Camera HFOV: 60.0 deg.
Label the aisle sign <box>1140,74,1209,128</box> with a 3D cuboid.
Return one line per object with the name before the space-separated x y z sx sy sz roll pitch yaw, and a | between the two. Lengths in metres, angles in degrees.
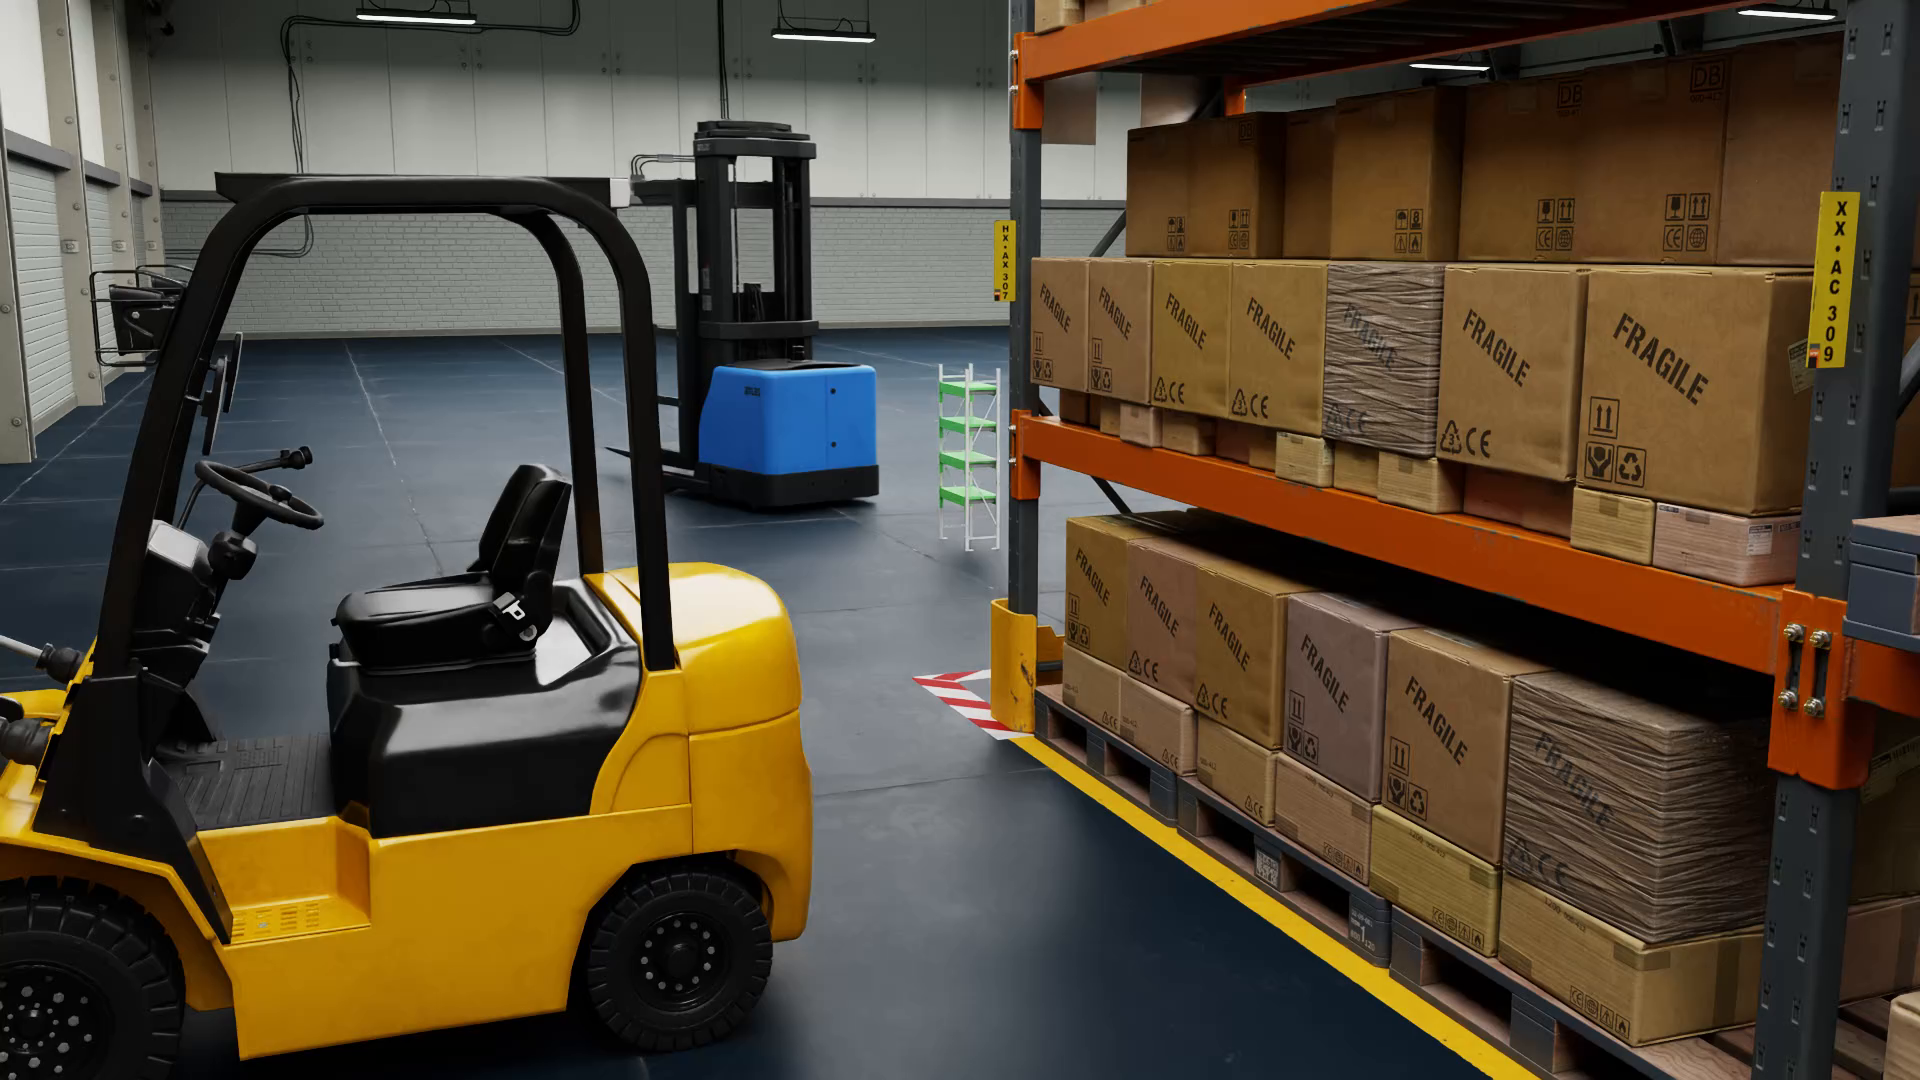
aisle sign | 0.940 -2.057 6.997 0.394 0.787 0.004 -4 11 -21

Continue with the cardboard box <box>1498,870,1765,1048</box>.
cardboard box | 1.677 0.972 4.044 0.500 0.250 0.500 -3 11 -18

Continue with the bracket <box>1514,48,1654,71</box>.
bracket | 14.721 -11.373 39.384 0.076 0.066 4.783 -4 11 -21

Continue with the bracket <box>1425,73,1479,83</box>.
bracket | 12.841 -12.220 44.143 0.076 0.066 3.189 -4 11 -21

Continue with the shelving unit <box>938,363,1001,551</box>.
shelving unit | 0.060 -0.564 11.163 0.258 1.200 0.503 -4 11 -21

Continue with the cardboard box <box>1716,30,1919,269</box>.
cardboard box | 2.185 -0.869 3.752 0.700 0.500 0.500 -4 11 -21

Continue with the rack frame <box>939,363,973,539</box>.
rack frame | -0.028 -0.604 11.387 0.240 1.200 0.015 -4 11 -21

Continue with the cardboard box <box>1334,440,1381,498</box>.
cardboard box | 1.305 -0.215 4.778 0.380 0.149 0.250 -4 11 -22

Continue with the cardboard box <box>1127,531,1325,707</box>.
cardboard box | 0.930 0.267 5.864 0.500 0.500 0.500 -4 11 -23

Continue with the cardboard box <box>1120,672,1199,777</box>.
cardboard box | 0.905 0.631 5.958 0.500 0.250 0.500 -3 11 -19

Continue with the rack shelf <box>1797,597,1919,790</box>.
rack shelf | 2.867 0.585 1.622 1.077 0.370 4.000 -4 11 -21

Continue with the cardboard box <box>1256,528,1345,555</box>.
cardboard box | 1.418 0.228 6.083 0.500 0.500 0.500 -3 11 -19

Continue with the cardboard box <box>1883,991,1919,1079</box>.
cardboard box | 2.334 1.077 3.107 0.950 0.372 0.625 -4 11 -20

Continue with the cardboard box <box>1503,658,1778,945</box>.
cardboard box | 1.677 0.602 3.979 0.500 0.500 0.500 -4 11 -22

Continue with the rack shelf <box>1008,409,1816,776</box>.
rack shelf | 1.417 -0.068 5.292 1.077 0.370 4.000 -4 11 -21

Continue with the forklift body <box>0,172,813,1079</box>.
forklift body | -1.545 0.179 4.275 2.313 2.155 1.214 -4 11 -21

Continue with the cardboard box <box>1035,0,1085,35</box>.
cardboard box | 0.510 -2.027 6.403 0.380 0.149 0.250 -4 11 -21

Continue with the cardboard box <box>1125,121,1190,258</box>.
cardboard box | 1.081 -1.367 6.551 0.700 0.500 0.500 -4 11 -22

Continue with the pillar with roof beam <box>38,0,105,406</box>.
pillar with roof beam | -7.031 -6.427 21.857 9.100 9.000 0.400 -4 11 -21

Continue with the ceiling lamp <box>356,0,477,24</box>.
ceiling lamp | -9.565 -10.657 28.970 2.000 3.185 0.800 -4 11 -21

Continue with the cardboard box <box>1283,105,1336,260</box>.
cardboard box | 1.538 -1.207 5.653 0.700 0.500 0.500 -4 11 -22

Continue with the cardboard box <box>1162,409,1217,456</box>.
cardboard box | 0.922 -0.383 5.727 0.380 0.149 0.250 -4 11 -19

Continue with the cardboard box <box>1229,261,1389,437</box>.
cardboard box | 1.174 -0.600 5.091 0.500 0.500 0.500 -4 11 -22

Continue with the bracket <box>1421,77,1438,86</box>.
bracket | 12.627 -12.316 44.685 0.235 0.232 0.430 -4 11 -21

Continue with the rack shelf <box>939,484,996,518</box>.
rack shelf | 0.060 -0.265 11.216 0.258 0.148 0.480 -4 11 -21

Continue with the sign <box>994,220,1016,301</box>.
sign | 0.187 -1.140 6.795 0.100 0.325 0.005 -4 11 -21

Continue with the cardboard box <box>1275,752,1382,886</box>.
cardboard box | 1.295 0.802 4.998 0.500 0.250 0.500 -4 11 -20

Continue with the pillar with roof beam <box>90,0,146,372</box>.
pillar with roof beam | -9.205 -7.407 27.363 9.100 9.000 0.548 -4 11 -21

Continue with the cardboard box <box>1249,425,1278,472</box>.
cardboard box | 1.142 -0.299 5.253 0.380 0.149 0.250 -4 11 -22

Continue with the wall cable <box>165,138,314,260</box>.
wall cable | -15.227 -7.149 34.780 3.097 2.526 0.112 -4 11 -21

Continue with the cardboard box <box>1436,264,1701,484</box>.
cardboard box | 1.556 -0.432 4.148 0.500 0.500 0.500 -4 11 -19

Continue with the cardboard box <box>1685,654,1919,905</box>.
cardboard box | 2.180 0.569 4.170 0.500 0.500 0.500 -3 11 -18

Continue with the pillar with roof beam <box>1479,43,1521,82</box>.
pillar with roof beam | 9.955 -9.839 41.035 9.100 9.000 0.548 -4 11 -21

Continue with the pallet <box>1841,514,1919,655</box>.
pallet | 2.283 0.133 2.657 1.003 0.211 1.213 -4 11 -21

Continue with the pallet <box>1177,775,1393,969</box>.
pallet | 1.420 0.970 5.363 1.003 0.211 1.213 -4 11 -21

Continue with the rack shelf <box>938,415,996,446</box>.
rack shelf | 0.060 -0.737 11.132 0.258 0.148 0.480 -4 11 -21

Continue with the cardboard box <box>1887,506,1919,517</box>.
cardboard box | 2.327 -0.044 3.819 0.380 0.149 0.250 -4 11 -21

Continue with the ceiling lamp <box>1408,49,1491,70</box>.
ceiling lamp | 10.744 -12.040 36.745 2.000 3.185 0.800 -4 11 -21

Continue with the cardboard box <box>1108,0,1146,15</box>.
cardboard box | 0.753 -1.945 5.939 0.380 0.149 0.250 -4 11 -19

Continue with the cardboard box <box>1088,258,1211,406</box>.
cardboard box | 0.796 -0.765 6.022 0.500 0.500 0.500 -4 11 -19

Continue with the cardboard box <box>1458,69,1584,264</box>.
cardboard box | 1.863 -1.038 4.699 0.700 0.500 0.500 -4 11 -22

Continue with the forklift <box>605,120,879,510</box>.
forklift | -1.946 -1.876 13.598 1.130 2.935 3.031 -8 13 -38

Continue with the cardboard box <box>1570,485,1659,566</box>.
cardboard box | 1.645 -0.046 3.828 0.380 0.149 0.250 -4 11 -20

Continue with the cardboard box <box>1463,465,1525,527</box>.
cardboard box | 1.546 -0.135 4.329 0.380 0.149 0.250 -4 11 -22

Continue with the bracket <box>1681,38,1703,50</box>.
bracket | 15.961 -10.814 36.243 0.235 0.232 0.430 -4 11 -21

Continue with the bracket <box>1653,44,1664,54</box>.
bracket | 15.661 -10.950 37.004 0.235 0.232 0.430 -4 11 -21

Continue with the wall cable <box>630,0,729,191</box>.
wall cable | -6.373 -10.952 37.583 2.305 6.003 0.169 -4 11 -21

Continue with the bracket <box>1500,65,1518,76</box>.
bracket | 13.787 -11.794 41.749 0.235 0.232 0.430 -4 11 -21

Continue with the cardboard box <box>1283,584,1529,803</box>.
cardboard box | 1.306 0.436 4.913 0.500 0.500 0.500 -3 11 -18

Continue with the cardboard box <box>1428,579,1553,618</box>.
cardboard box | 1.789 0.397 5.133 0.500 0.500 0.500 -3 11 -18

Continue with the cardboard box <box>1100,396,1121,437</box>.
cardboard box | 0.748 -0.468 6.202 0.380 0.149 0.250 -4 11 -23

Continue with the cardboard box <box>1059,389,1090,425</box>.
cardboard box | 0.623 -0.556 6.701 0.380 0.149 0.250 -4 11 -21
